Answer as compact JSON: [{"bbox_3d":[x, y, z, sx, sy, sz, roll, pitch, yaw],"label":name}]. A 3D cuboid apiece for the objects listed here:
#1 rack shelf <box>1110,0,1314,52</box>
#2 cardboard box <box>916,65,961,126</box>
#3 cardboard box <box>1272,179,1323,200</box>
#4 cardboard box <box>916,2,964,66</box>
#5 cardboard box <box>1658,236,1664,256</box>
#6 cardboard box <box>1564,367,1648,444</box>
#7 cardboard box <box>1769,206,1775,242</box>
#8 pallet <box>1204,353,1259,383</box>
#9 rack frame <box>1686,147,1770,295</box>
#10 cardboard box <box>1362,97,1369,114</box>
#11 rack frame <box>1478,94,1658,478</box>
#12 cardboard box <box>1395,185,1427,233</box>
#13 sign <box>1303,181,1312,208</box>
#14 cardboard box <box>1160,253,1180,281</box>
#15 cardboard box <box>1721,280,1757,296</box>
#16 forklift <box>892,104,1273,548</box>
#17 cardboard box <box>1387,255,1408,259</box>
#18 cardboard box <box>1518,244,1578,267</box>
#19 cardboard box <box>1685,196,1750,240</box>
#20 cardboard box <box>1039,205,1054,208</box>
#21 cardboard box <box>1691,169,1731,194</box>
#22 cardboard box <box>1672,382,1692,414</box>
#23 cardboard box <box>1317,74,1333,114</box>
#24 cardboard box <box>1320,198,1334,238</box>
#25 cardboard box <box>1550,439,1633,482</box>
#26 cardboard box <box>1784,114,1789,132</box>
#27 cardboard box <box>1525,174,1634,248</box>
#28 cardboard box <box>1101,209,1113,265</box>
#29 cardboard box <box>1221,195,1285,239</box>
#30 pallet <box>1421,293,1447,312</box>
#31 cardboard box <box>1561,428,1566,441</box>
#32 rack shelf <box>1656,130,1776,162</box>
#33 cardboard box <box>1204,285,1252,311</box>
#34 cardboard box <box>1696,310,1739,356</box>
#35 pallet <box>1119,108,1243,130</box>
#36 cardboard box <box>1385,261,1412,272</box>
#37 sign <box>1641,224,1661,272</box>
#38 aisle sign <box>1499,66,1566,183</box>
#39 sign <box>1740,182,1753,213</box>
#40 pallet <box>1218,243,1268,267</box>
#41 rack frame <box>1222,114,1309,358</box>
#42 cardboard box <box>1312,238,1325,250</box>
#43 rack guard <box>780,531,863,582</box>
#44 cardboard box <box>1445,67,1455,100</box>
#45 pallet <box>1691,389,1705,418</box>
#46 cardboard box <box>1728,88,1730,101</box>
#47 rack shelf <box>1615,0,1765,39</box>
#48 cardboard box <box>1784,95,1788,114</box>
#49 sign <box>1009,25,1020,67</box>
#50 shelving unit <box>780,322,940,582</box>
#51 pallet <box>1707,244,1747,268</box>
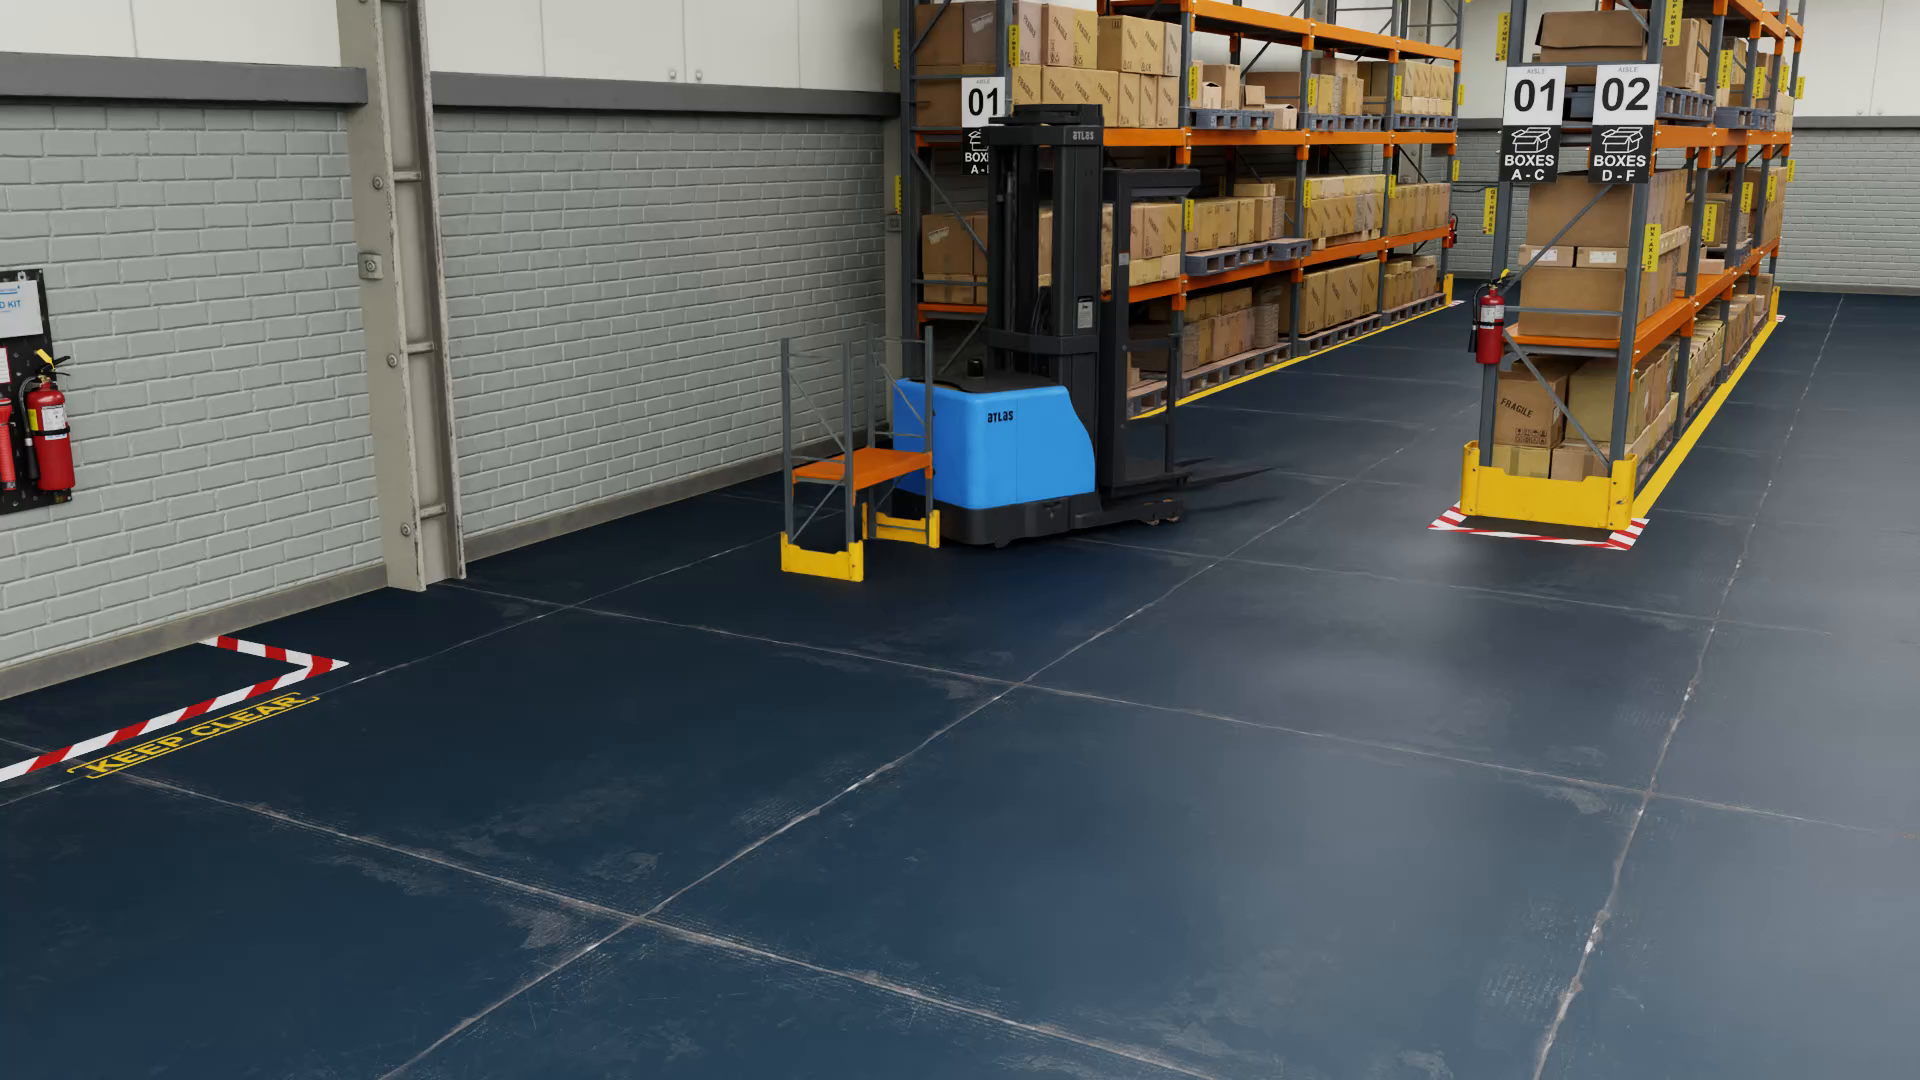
[{"bbox_3d":[2.863,-5.791,18.741,1.077,0.370,4.000,7,15,28],"label":"rack shelf"},{"bbox_3d":[-0.058,-3.818,14.316,0.500,0.500,0.500,9,16,32],"label":"cardboard box"},{"bbox_3d":[4.289,-4.466,21.168,0.500,0.250,0.500,8,16,29],"label":"cardboard box"},{"bbox_3d":[-0.058,-4.308,14.214,0.500,0.500,0.500,8,16,31],"label":"cardboard box"},{"bbox_3d":[5.422,-2.362,13.335,0.380,0.149,0.250,8,15,29],"label":"cardboard box"},{"bbox_3d":[4.994,-1.047,12.846,0.500,0.500,0.500,7,15,28],"label":"cardboard box"},{"bbox_3d":[11.075,-4.419,23.250,0.500,0.500,0.500,7,15,28],"label":"cardboard box"},{"bbox_3d":[2.860,-2.064,19.644,1.003,0.211,1.213,7,15,28],"label":"pallet"},{"bbox_3d":[10.101,-4.089,22.094,1.000,3.000,0.127,7,15,28],"label":"rack frame"},{"bbox_3d":[5.889,-6.455,24.717,0.500,0.250,0.500,8,15,29],"label":"cardboard box"},{"bbox_3d":[4.300,-1.627,11.882,1.000,3.000,0.127,7,15,28],"label":"rack frame"},{"bbox_3d":[6.741,-5.204,26.081,0.980,0.700,0.700,7,15,25],"label":"cardboard box"},{"bbox_3d":[4.309,-4.294,20.642,0.100,0.325,0.005,7,15,28],"label":"sign"},{"bbox_3d":[1.932,-2.814,17.081,0.500,0.250,0.500,7,15,28],"label":"cardboard box"},{"bbox_3d":[11.005,-3.475,23.937,0.797,0.503,0.637,7,15,28],"label":"cardboard box"},{"bbox_3d":[1.006,-1.620,11.998,3.031,2.935,1.130,-10,17,-35],"label":"forklift"},{"bbox_3d":[7.087,-4.564,27.117,0.380,0.149,0.250,7,15,28],"label":"cardboard box"},{"bbox_3d":[4.318,-2.091,12.209,0.380,0.149,0.250,7,15,27],"label":"cardboard box"},{"bbox_3d":[9.301,-3.972,20.501,0.700,0.500,0.500,3,14,14],"label":"cardboard box"},{"bbox_3d":[0.987,-3.029,16.377,0.500,0.500,0.500,8,16,30],"label":"cardboard box"},{"bbox_3d":[10.119,-4.757,22.518,0.500,0.500,0.500,7,15,28],"label":"cardboard box"},{"bbox_3d":[6.646,-1.370,15.786,0.500,0.250,0.500,7,15,27],"label":"cardboard box"},{"bbox_3d":[4.503,-5.882,21.980,0.700,0.500,0.500,8,16,31],"label":"cardboard box"},{"bbox_3d":[4.550,-4.209,21.701,0.500,0.500,0.500,8,16,30],"label":"cardboard box"},{"bbox_3d":[4.754,-0.579,12.507,0.500,0.250,0.500,7,15,28],"label":"cardboard box"},{"bbox_3d":[11.536,-5.954,23.751,0.500,0.250,0.500,7,15,28],"label":"cardboard box"},{"bbox_3d":[4.563,-2.412,12.155,0.700,0.500,0.500,7,15,28],"label":"cardboard box"},{"bbox_3d":[1.198,-2.866,15.697,0.500,0.500,0.500,8,16,30],"label":"cardboard box"},{"bbox_3d":[3.611,-3.994,20.547,0.700,0.500,0.500,5,15,21],"label":"cardboard box"},{"bbox_3d":[7.379,-3.942,27.433,1.003,0.211,1.213,7,15,28],"label":"pallet"},{"bbox_3d":[4.532,-0.742,13.182,0.500,0.250,0.500,7,15,28],"label":"cardboard box"},{"bbox_3d":[9.135,-4.787,20.125,1.077,0.370,4.000,7,15,28],"label":"rack shelf"},{"bbox_3d":[3.197,-2.929,20.076,0.500,0.250,0.500,8,16,29],"label":"cardboard box"},{"bbox_3d":[8.886,-2.436,19.633,0.500,0.500,0.500,7,15,26],"label":"cardboard box"},{"bbox_3d":[2.288,-4.490,17.757,1.213,0.211,1.003,7,15,28],"label":"pallet"},{"bbox_3d":[6.792,-4.252,25.825,0.380,0.149,0.250,7,15,26],"label":"cardboard box"},{"bbox_3d":[4.783,-2.022,11.506,0.100,0.325,0.005,7,15,28],"label":"sign"},{"bbox_3d":[4.011,-2.911,11.660,0.394,0.787,0.004,7,15,28],"label":"aisle sign"},{"bbox_3d":[8.655,-3.769,18.297,0.100,0.325,0.005,7,15,28],"label":"sign"},{"bbox_3d":[2.908,-3.325,19.334,1.003,0.211,1.213,7,15,28],"label":"pallet"},{"bbox_3d":[3.830,-3.829,21.015,1.000,3.000,0.127,7,15,28],"label":"rack frame"},{"bbox_3d":[4.523,-3.853,21.610,0.380,0.149,0.250,8,16,30],"label":"cardboard box"},{"bbox_3d":[-0.880,0.102,10.577,0.587,0.250,0.087,7,15,27],"label":"rack guard"},{"bbox_3d":[7.582,-7.292,26.589,0.500,0.500,0.500,7,15,28],"label":"cardboard box"},{"bbox_3d":[7.145,-1.499,17.301,1.003,0.211,1.213,7,15,28],"label":"pallet"},{"bbox_3d":[7.998,-4.758,17.895,0.500,0.250,0.500,6,15,24],"label":"cardboard box"},{"bbox_3d":[7.201,-5.230,16.417,1.077,0.370,4.000,7,15,28],"label":"rack shelf"},{"bbox_3d":[11.287,-6.096,23.271,0.500,0.250,0.500,7,15,28],"label":"cardboard box"},{"bbox_3d":[0.437,-4.009,13.498,0.100,0.325,0.005,7,15,28],"label":"sign"},{"bbox_3d":[-0.644,-0.608,10.857,0.587,1.500,1.083,7,15,27],"label":"shelving unit"},{"bbox_3d":[8.434,-3.322,19.323,1.213,0.211,1.003,7,15,28],"label":"pallet"}]
